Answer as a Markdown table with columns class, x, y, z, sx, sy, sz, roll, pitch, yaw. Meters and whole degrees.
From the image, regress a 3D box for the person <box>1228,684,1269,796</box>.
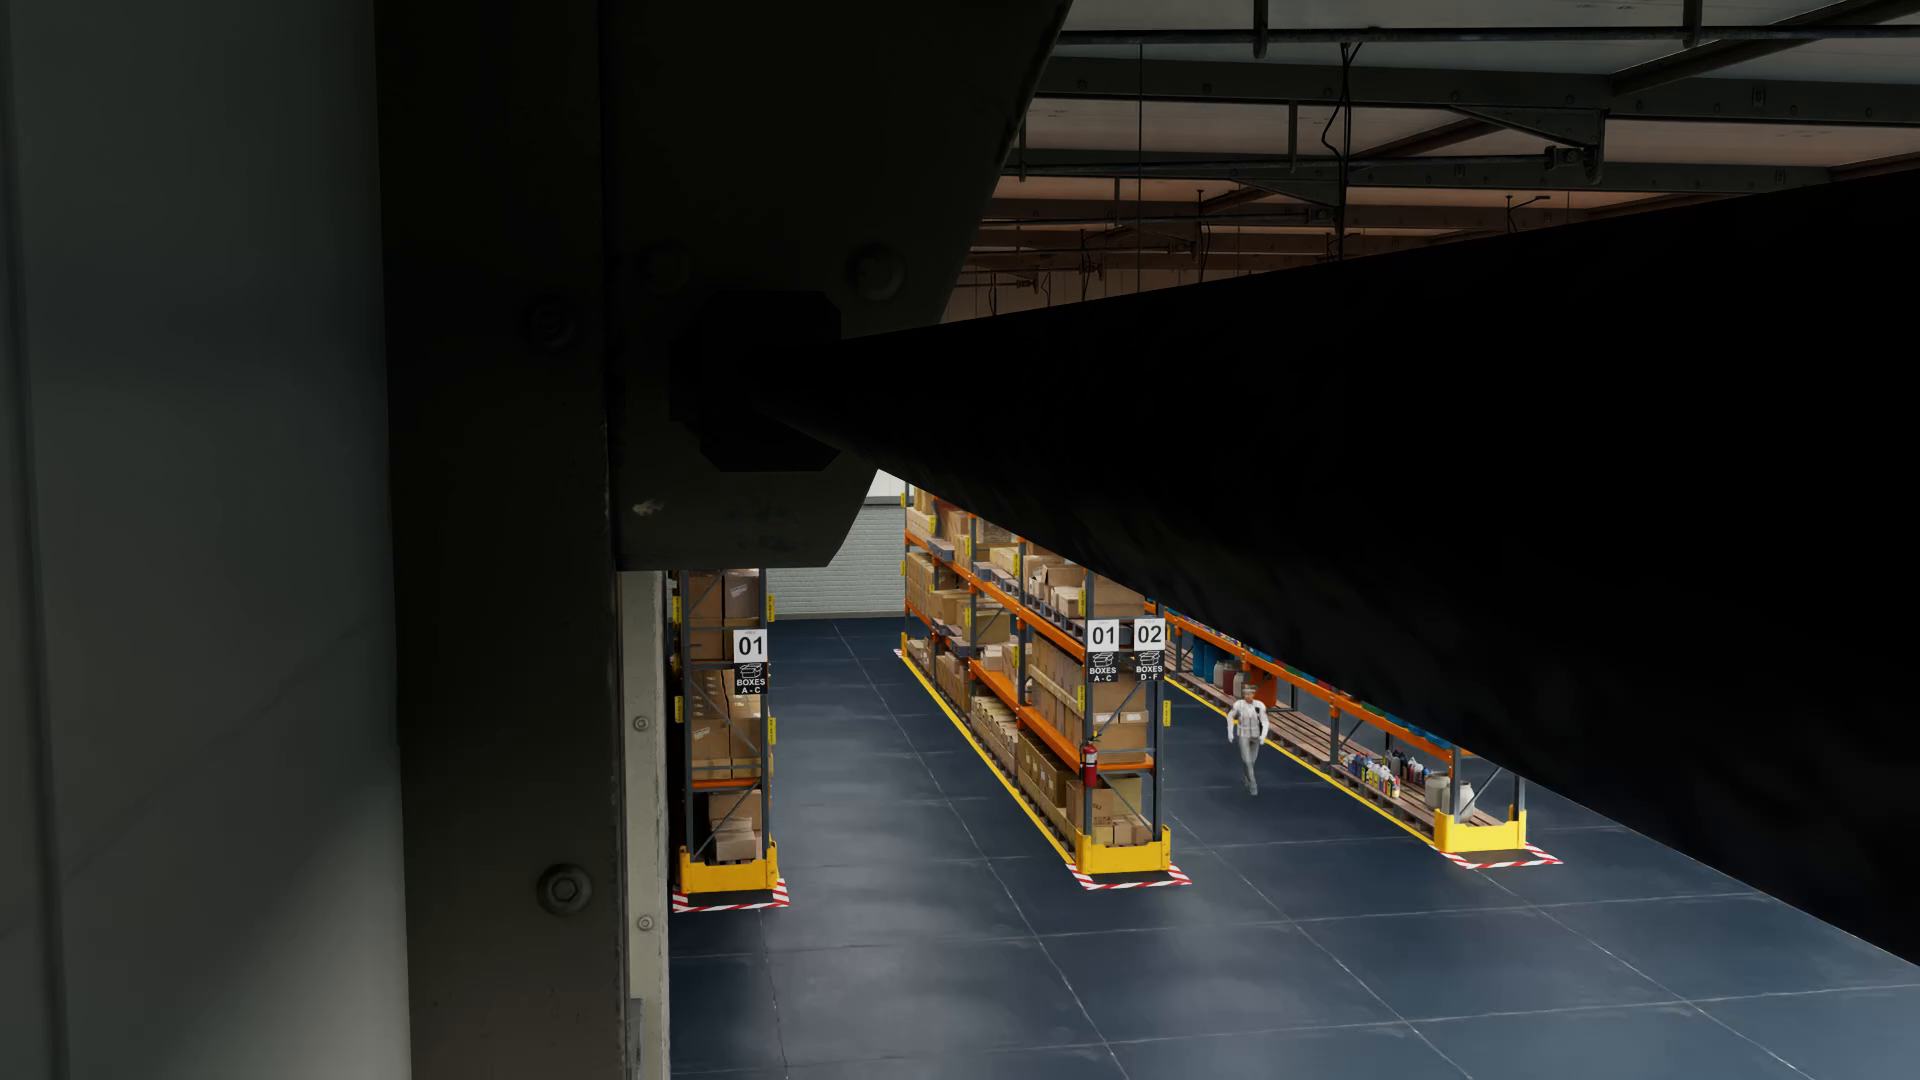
| class | x | y | z | sx | sy | sz | roll | pitch | yaw |
| --- | --- | --- | --- | --- | --- | --- | --- | --- | --- |
| person | 4.312 | 2.985 | 24.896 | 0.574 | 1.732 | 0.754 | 0 | 6 | -1 |
